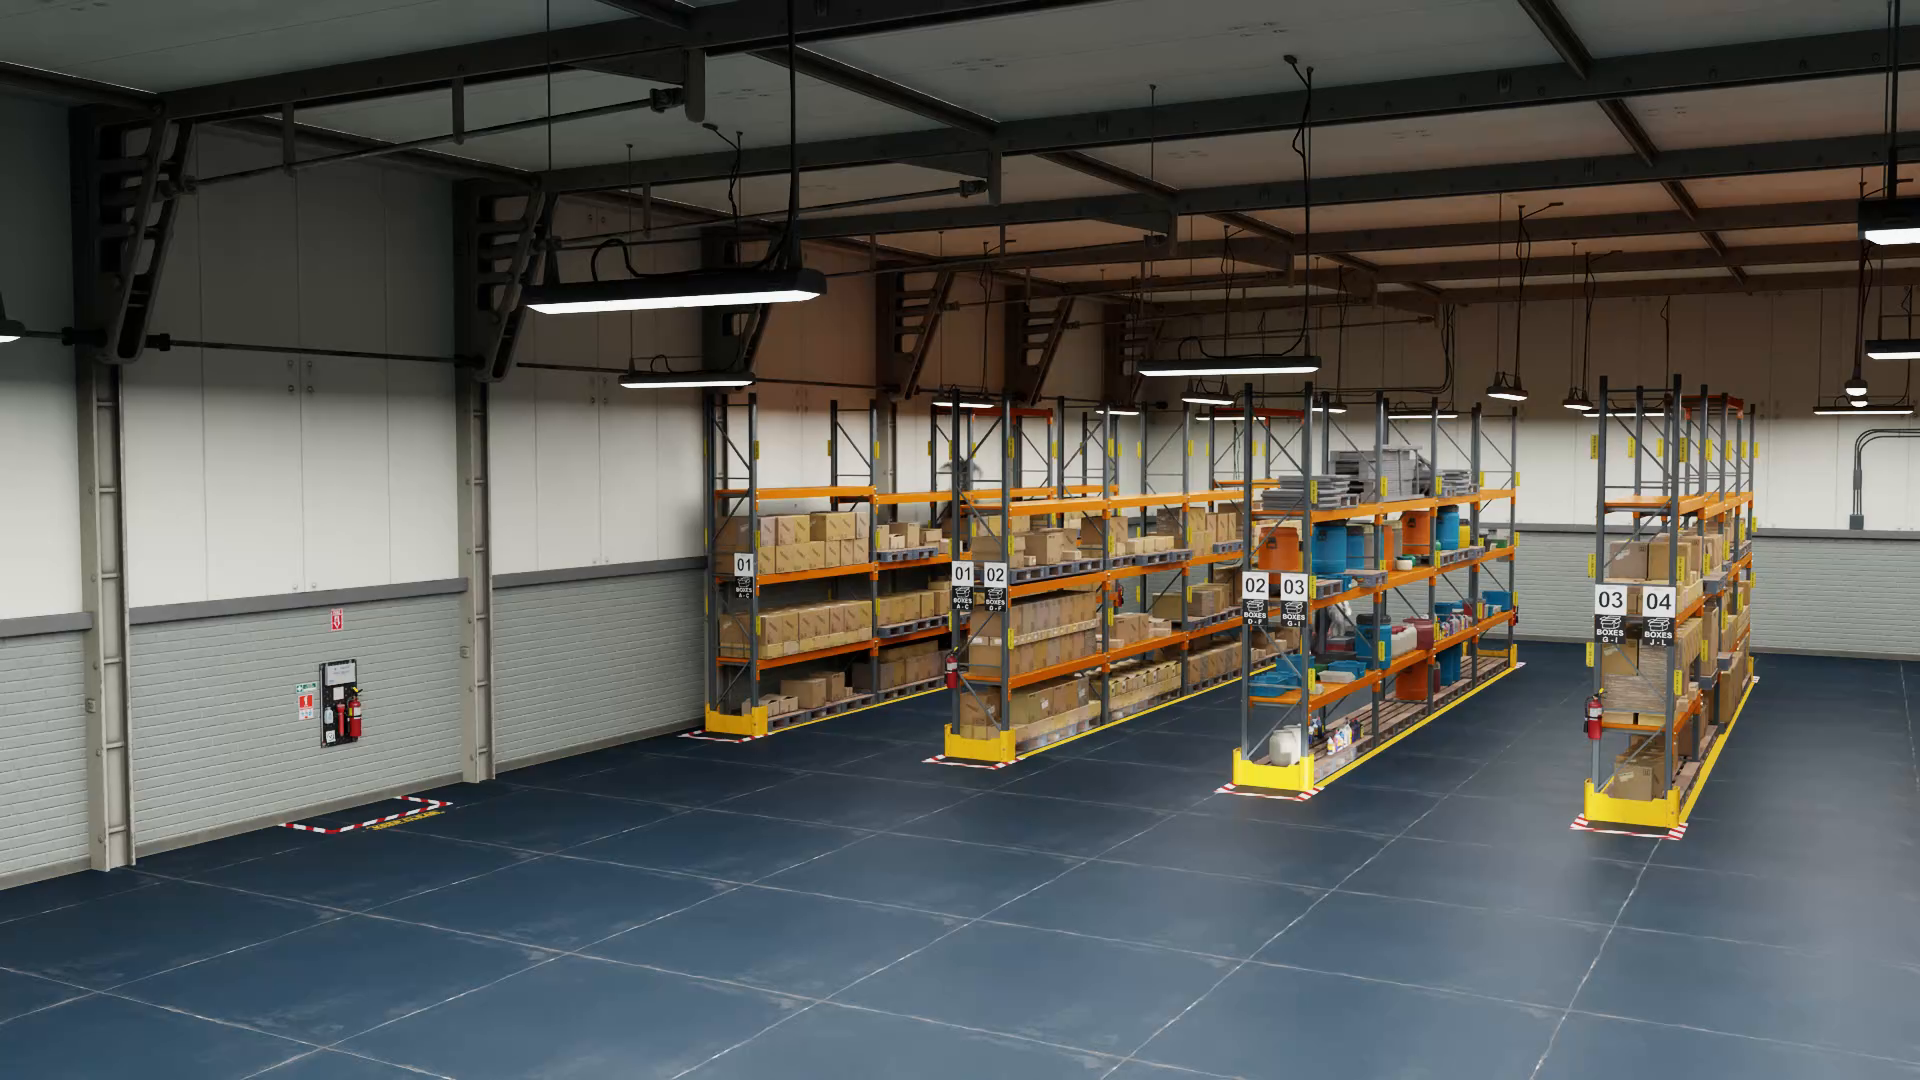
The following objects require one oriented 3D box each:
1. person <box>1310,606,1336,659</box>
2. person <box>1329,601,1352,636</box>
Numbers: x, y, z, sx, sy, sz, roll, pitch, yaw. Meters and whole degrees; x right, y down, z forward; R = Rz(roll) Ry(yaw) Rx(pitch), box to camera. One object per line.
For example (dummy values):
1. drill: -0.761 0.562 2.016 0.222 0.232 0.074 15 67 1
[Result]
1. person: 8.190 2.118 37.772 0.772 1.691 0.568 3 4 44
2. person: 9.276 1.993 40.696 0.596 1.658 0.709 0 3 8
